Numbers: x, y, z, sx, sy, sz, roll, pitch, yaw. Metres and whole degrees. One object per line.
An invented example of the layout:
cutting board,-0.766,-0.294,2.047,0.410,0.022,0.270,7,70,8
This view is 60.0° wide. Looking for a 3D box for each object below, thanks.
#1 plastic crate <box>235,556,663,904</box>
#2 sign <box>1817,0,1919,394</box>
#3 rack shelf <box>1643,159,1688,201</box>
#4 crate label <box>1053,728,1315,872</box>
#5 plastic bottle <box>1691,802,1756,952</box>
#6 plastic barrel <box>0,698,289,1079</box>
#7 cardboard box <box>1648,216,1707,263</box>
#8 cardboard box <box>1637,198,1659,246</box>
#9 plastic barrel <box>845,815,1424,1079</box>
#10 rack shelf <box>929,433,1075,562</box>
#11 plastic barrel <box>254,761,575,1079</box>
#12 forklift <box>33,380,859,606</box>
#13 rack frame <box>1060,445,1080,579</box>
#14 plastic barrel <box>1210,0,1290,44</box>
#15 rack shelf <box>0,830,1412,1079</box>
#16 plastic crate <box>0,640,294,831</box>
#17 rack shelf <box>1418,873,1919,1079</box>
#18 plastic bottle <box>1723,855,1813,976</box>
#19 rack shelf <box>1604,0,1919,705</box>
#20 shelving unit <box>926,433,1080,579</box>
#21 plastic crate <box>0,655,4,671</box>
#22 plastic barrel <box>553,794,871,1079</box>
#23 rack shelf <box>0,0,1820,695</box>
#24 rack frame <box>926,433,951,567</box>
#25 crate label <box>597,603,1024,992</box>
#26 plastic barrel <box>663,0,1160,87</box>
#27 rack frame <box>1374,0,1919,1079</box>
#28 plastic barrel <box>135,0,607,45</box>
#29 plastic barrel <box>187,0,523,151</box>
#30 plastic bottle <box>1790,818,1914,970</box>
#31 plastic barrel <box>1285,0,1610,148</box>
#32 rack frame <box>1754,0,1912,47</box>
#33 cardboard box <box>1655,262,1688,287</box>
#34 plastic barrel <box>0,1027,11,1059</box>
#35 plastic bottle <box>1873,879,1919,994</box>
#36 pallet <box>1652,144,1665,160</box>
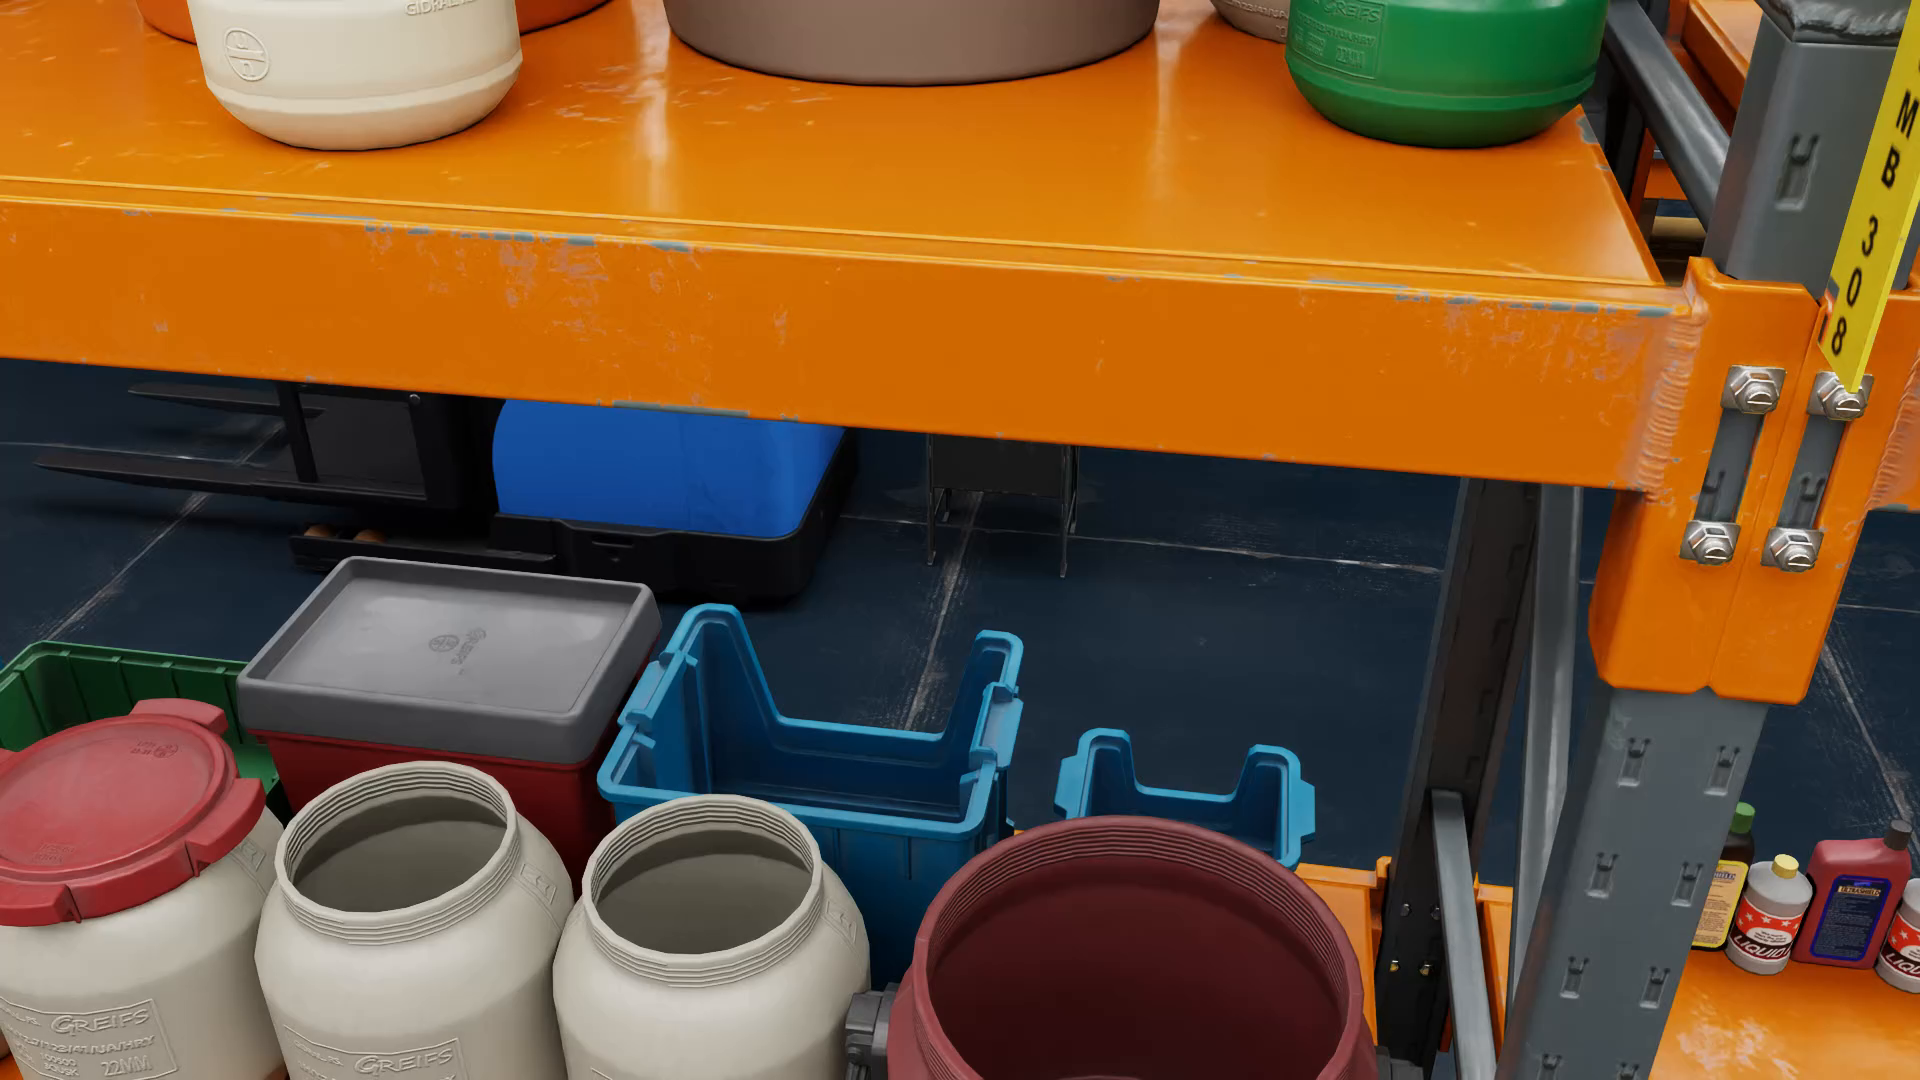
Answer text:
plastic crate,-0.824,0.343,2.815,0.583,0.464,0.402,5,32,8
sign,0.632,-0.265,1.117,0.005,0.325,0.100,5,32,8
rack shelf,3.526,-1.433,6.390,4.000,0.370,1.077,5,32,8
crate label,0.366,0.511,2.764,0.416,0.233,0.303,5,32,8
plastic bottle,1.188,0.536,2.676,0.133,0.283,0.061,5,32,8
plastic barrel,-1.169,0.564,2.394,0.433,0.535,0.433,0,32,0
cardboard box,3.026,-1.036,7.019,0.500,0.500,0.500,4,32,6
cardboard box,2.572,-1.398,6.890,0.500,0.250,0.500,6,33,10
plastic barrel,0.209,0.733,2.123,0.708,0.536,0.600,5,32,8
rack shelf,0.163,-0.270,6.048,0.480,0.518,0.431,5,32,8
plastic barrel,-0.747,0.609,2.345,0.421,0.512,0.421,0,32,0
forklift,-1.966,-1.380,5.693,3.031,2.935,1.130,5,32,8
rack frame,0.404,-0.853,5.634,0.015,2.100,0.400,5,32,8
plastic barrel,0.463,-0.833,1.821,0.421,0.512,0.421,0,32,0
rack shelf,-1.254,0.800,2.822,4.000,0.370,1.077,5,32,8
plastic crate,-1.461,0.415,2.960,0.662,0.188,0.450,5,32,8
rack shelf,2.689,1.157,2.252,4.000,0.370,1.077,5,32,8
plastic bottle,1.299,0.591,2.666,0.097,0.201,0.097,0,32,0
rack shelf,2.689,-0.114,1.456,4.000,0.370,1.077,5,32,8
shelving unit,0.163,-0.875,5.669,0.503,2.100,0.431,5,32,8
plastic crate,-2.085,0.260,3.023,0.575,0.384,0.392,5,32,8
plastic barrel,-0.332,0.647,2.285,0.421,0.512,0.421,0,32,0
rack shelf,-1.254,-0.471,2.026,4.000,0.370,1.077,5,32,8
rack frame,-0.077,-0.897,5.704,0.015,2.100,0.400,5,32,8
crate label,-0.216,0.429,2.704,0.616,0.435,0.502,5,32,8
plastic barrel,-0.055,-0.997,1.716,0.600,0.901,0.600,0,32,0
rack frame,0.718,0.674,2.346,0.127,3.000,1.000,5,32,8
plastic barrel,-0.700,-1.025,1.828,0.708,0.830,0.600,5,32,8
plastic barrel,-0.575,-0.530,1.573,0.301,0.262,0.301,0,32,0
plastic bottle,1.416,0.557,2.643,0.133,0.283,0.061,5,32,8
plastic barrel,0.466,-0.527,1.584,0.294,0.245,0.294,0,32,0
rack frame,0.718,-1.869,0.754,0.127,3.000,1.000,5,32,8
cardboard box,2.966,-0.762,6.581,0.500,0.500,0.500,5,32,8
plastic barrel,-1.596,0.525,2.456,0.433,0.535,0.433,0,32,0
plastic bottle,1.526,0.612,2.633,0.097,0.201,0.097,0,32,0
pallet,2.235,-1.811,6.497,1.003,0.211,1.213,5,32,8
